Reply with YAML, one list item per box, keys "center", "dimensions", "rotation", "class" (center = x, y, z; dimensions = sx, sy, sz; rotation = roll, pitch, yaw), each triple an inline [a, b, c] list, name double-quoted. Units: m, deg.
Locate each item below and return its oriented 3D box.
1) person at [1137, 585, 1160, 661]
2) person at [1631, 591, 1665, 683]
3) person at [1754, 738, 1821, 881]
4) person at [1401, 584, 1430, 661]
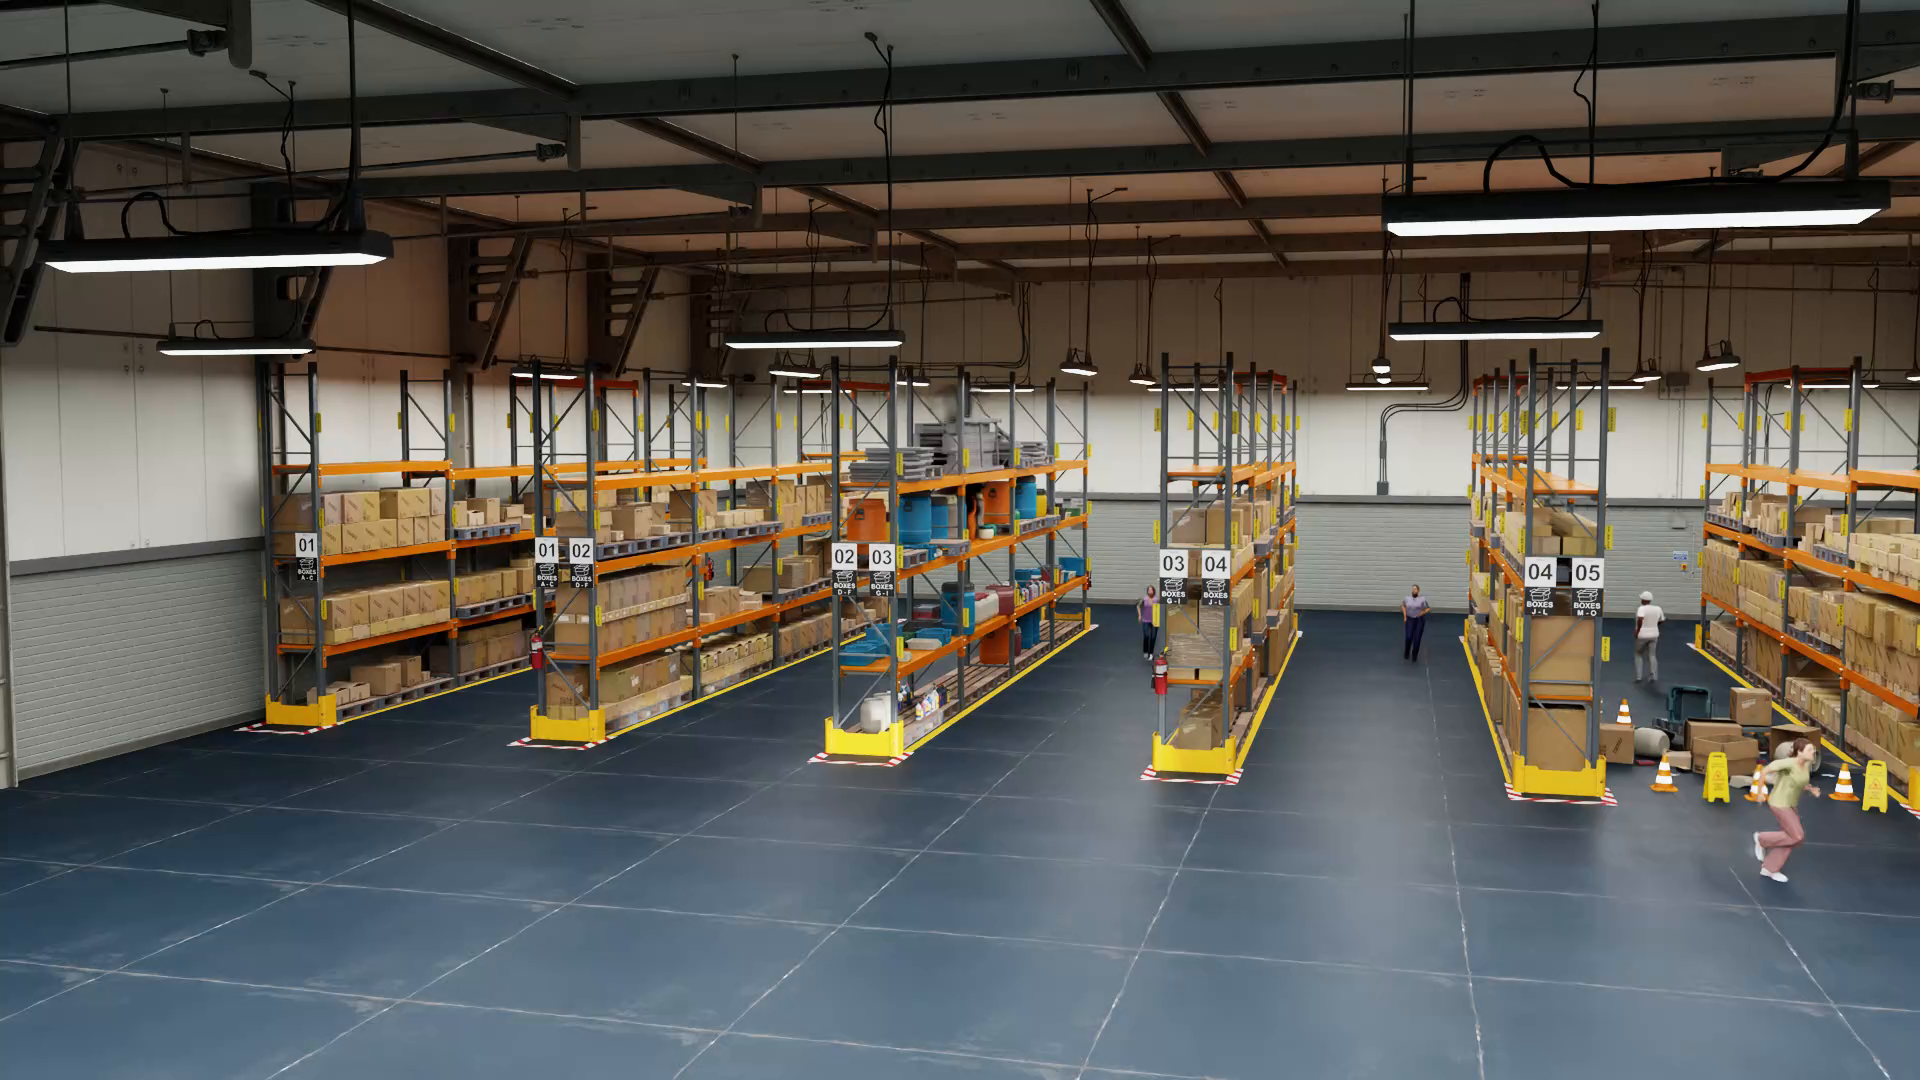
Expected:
- center: [3.979, 1.798, 34.885]
  dimensions: [0.505, 1.491, 0.662]
  rotation: [0, 4, 1]
  class: "person"
- center: [13.144, 1.896, 31.732]
  dimensions: [0.665, 1.822, 0.812]
  rotation: [0, 4, -2]
  class: "person"
- center: [9.058, 2.939, 18.203]
  dimensions: [0.571, 1.597, 0.674]
  rotation: [-3, 5, -37]
  class: "person"
- center: [9.544, 1.740, 34.880]
  dimensions: [0.586, 1.613, 0.568]
  rotation: [1, 4, 18]
  class: "person"
